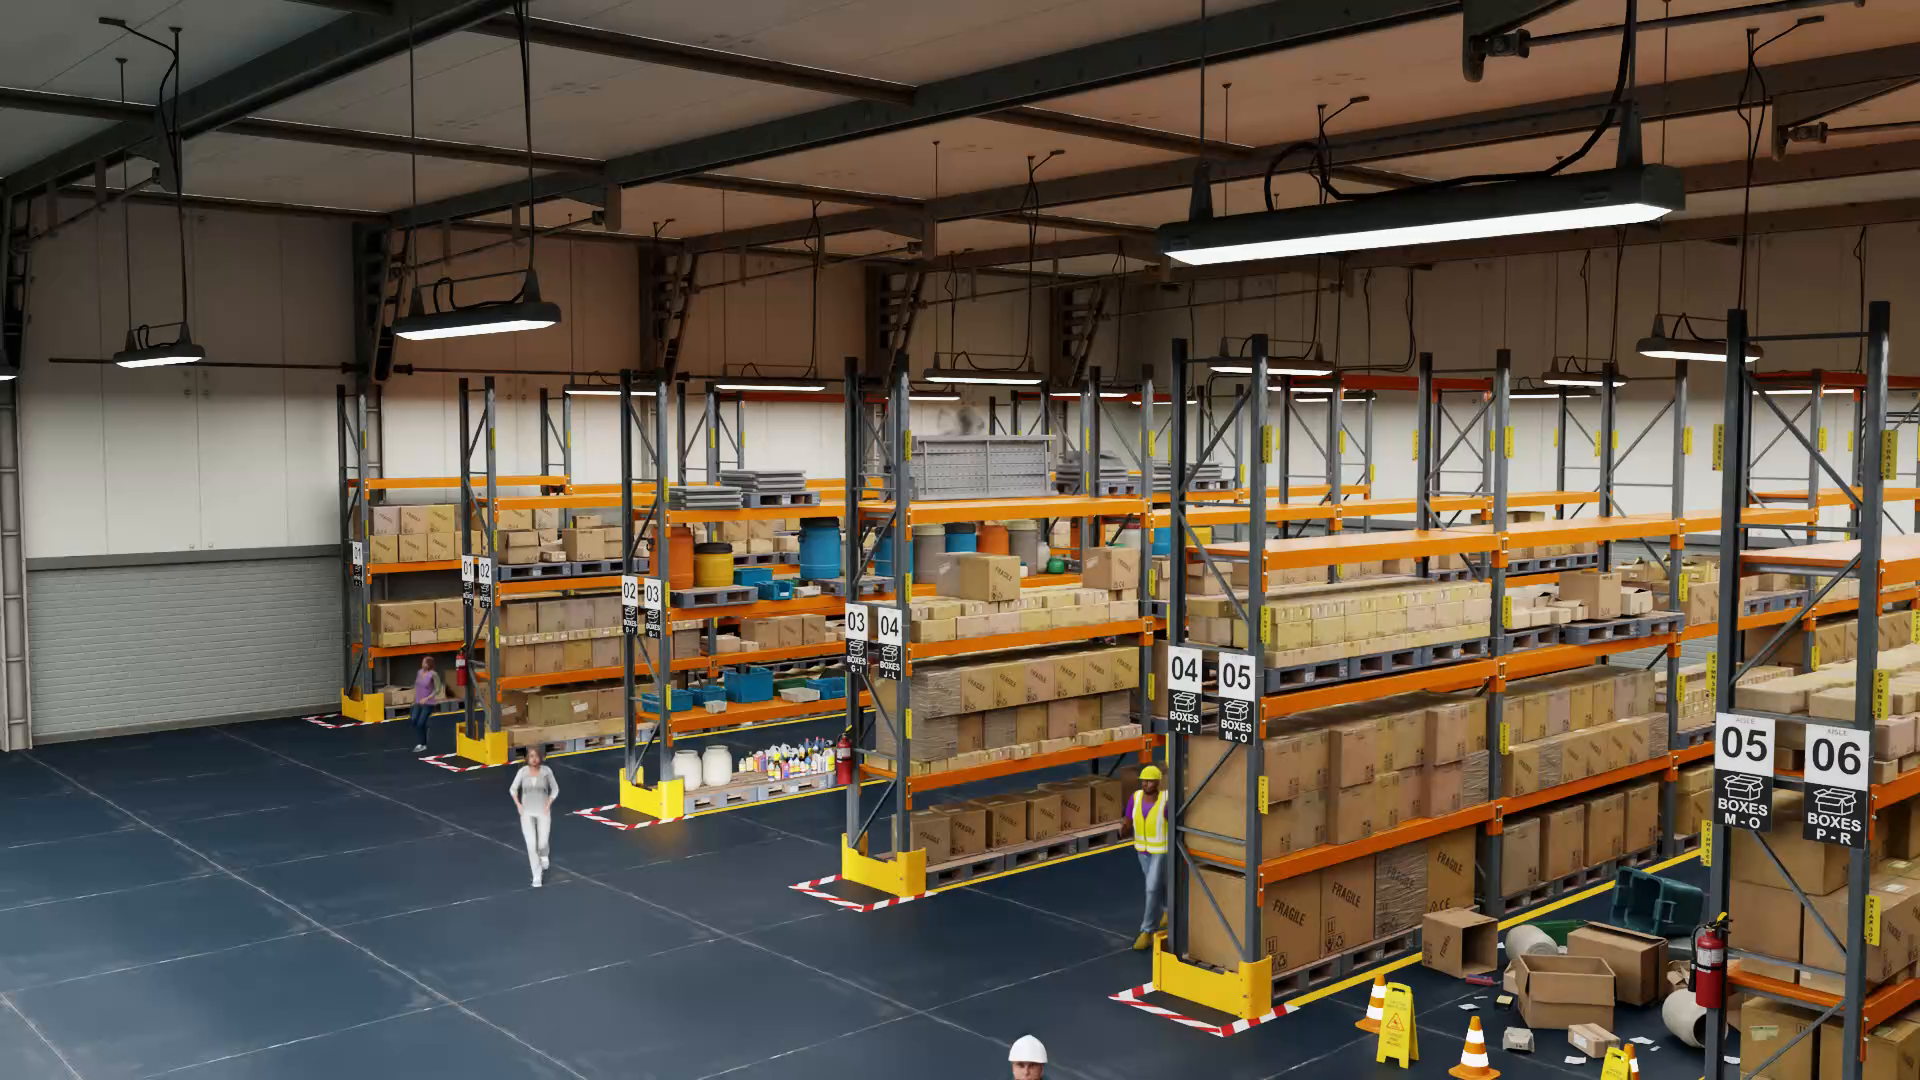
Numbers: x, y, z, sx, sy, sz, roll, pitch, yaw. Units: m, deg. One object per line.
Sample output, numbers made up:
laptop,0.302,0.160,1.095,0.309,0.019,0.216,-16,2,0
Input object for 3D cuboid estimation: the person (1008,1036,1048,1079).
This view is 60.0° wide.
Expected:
person,0.373,3.673,9.393,0.669,1.745,0.868,0,4,7

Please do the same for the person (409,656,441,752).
person,-8.618,2.687,26.861,0.532,1.475,0.516,1,4,17

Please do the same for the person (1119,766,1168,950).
person,1.973,3.156,16.883,0.650,1.775,0.953,3,5,42

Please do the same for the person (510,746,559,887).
person,-4.875,3.137,19.054,0.547,1.576,0.603,-1,4,-12
